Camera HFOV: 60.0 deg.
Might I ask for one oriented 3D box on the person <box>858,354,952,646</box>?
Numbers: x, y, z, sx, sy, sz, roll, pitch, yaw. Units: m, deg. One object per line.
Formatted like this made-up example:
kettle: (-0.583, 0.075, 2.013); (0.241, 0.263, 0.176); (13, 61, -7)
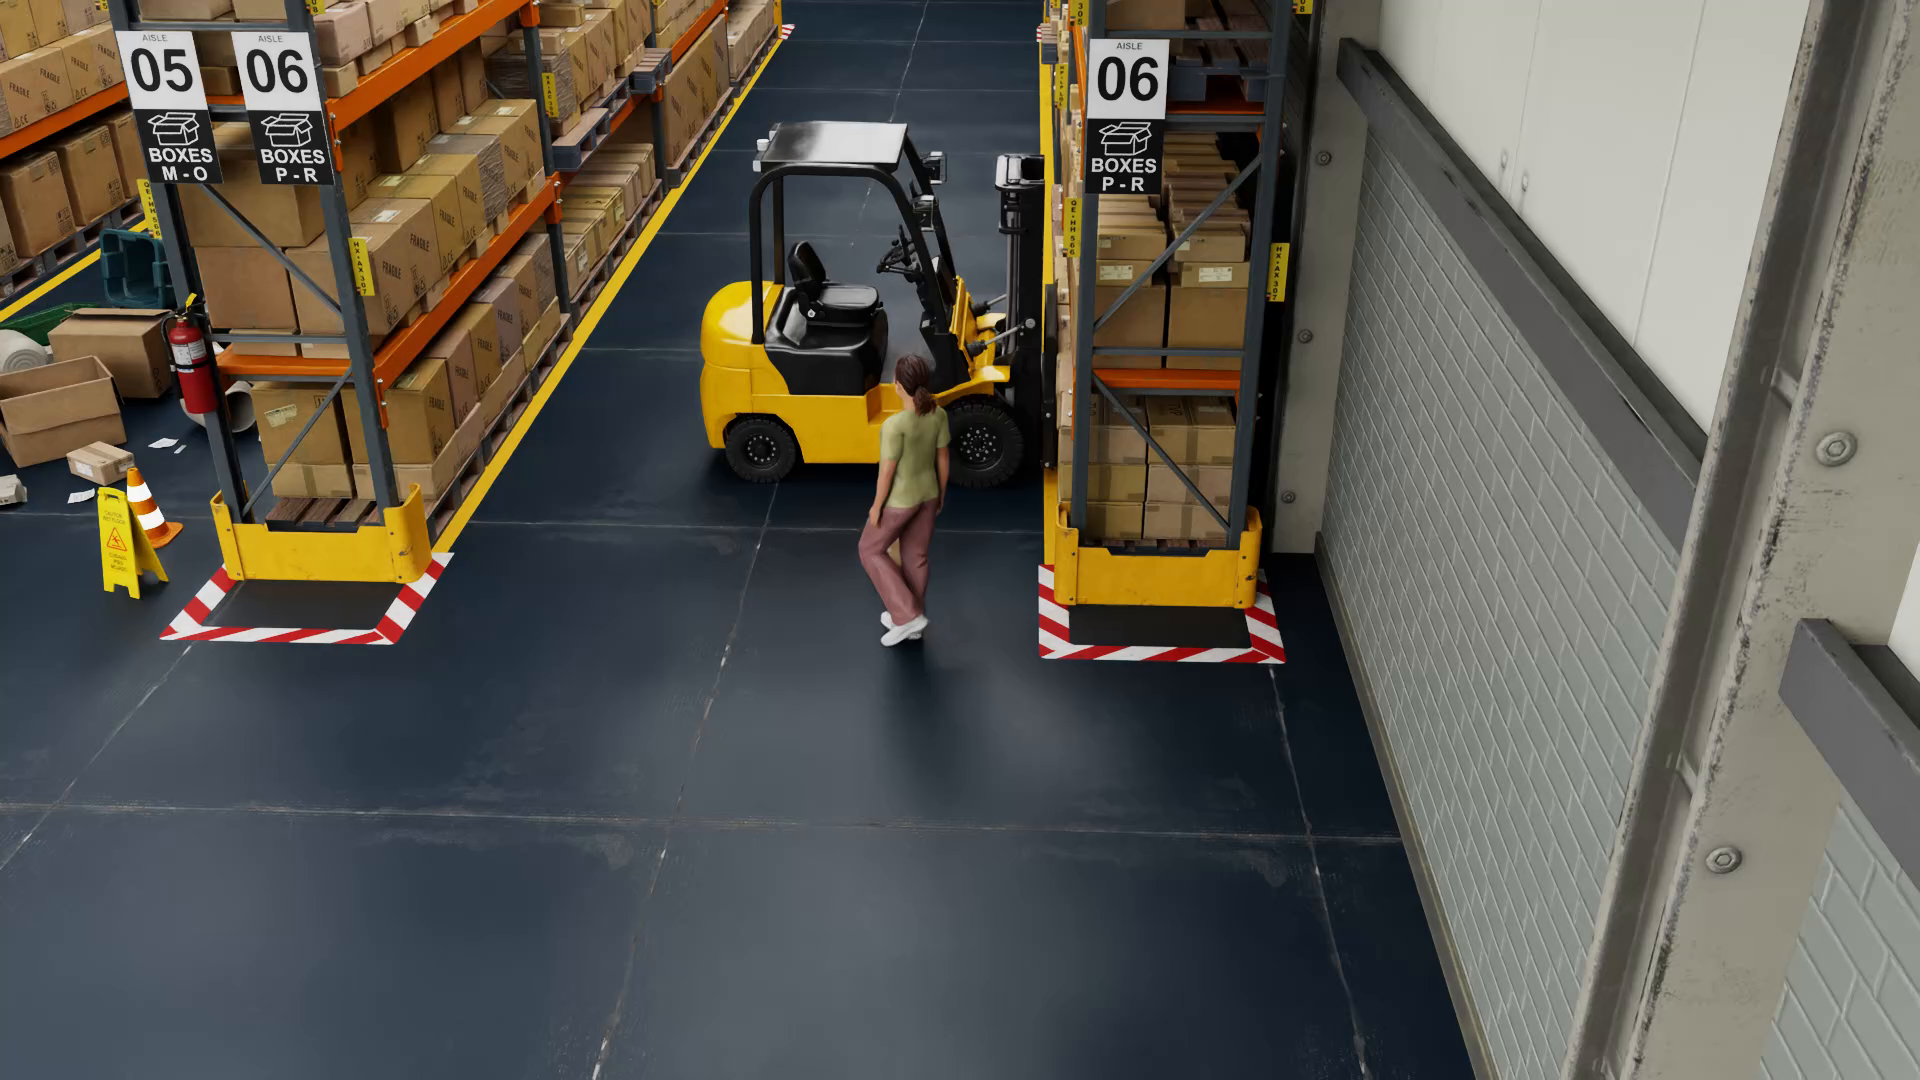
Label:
person: (-0.286, -0.212, 8.999); (0.457, 1.672, 0.435); (-24, 36, -37)
